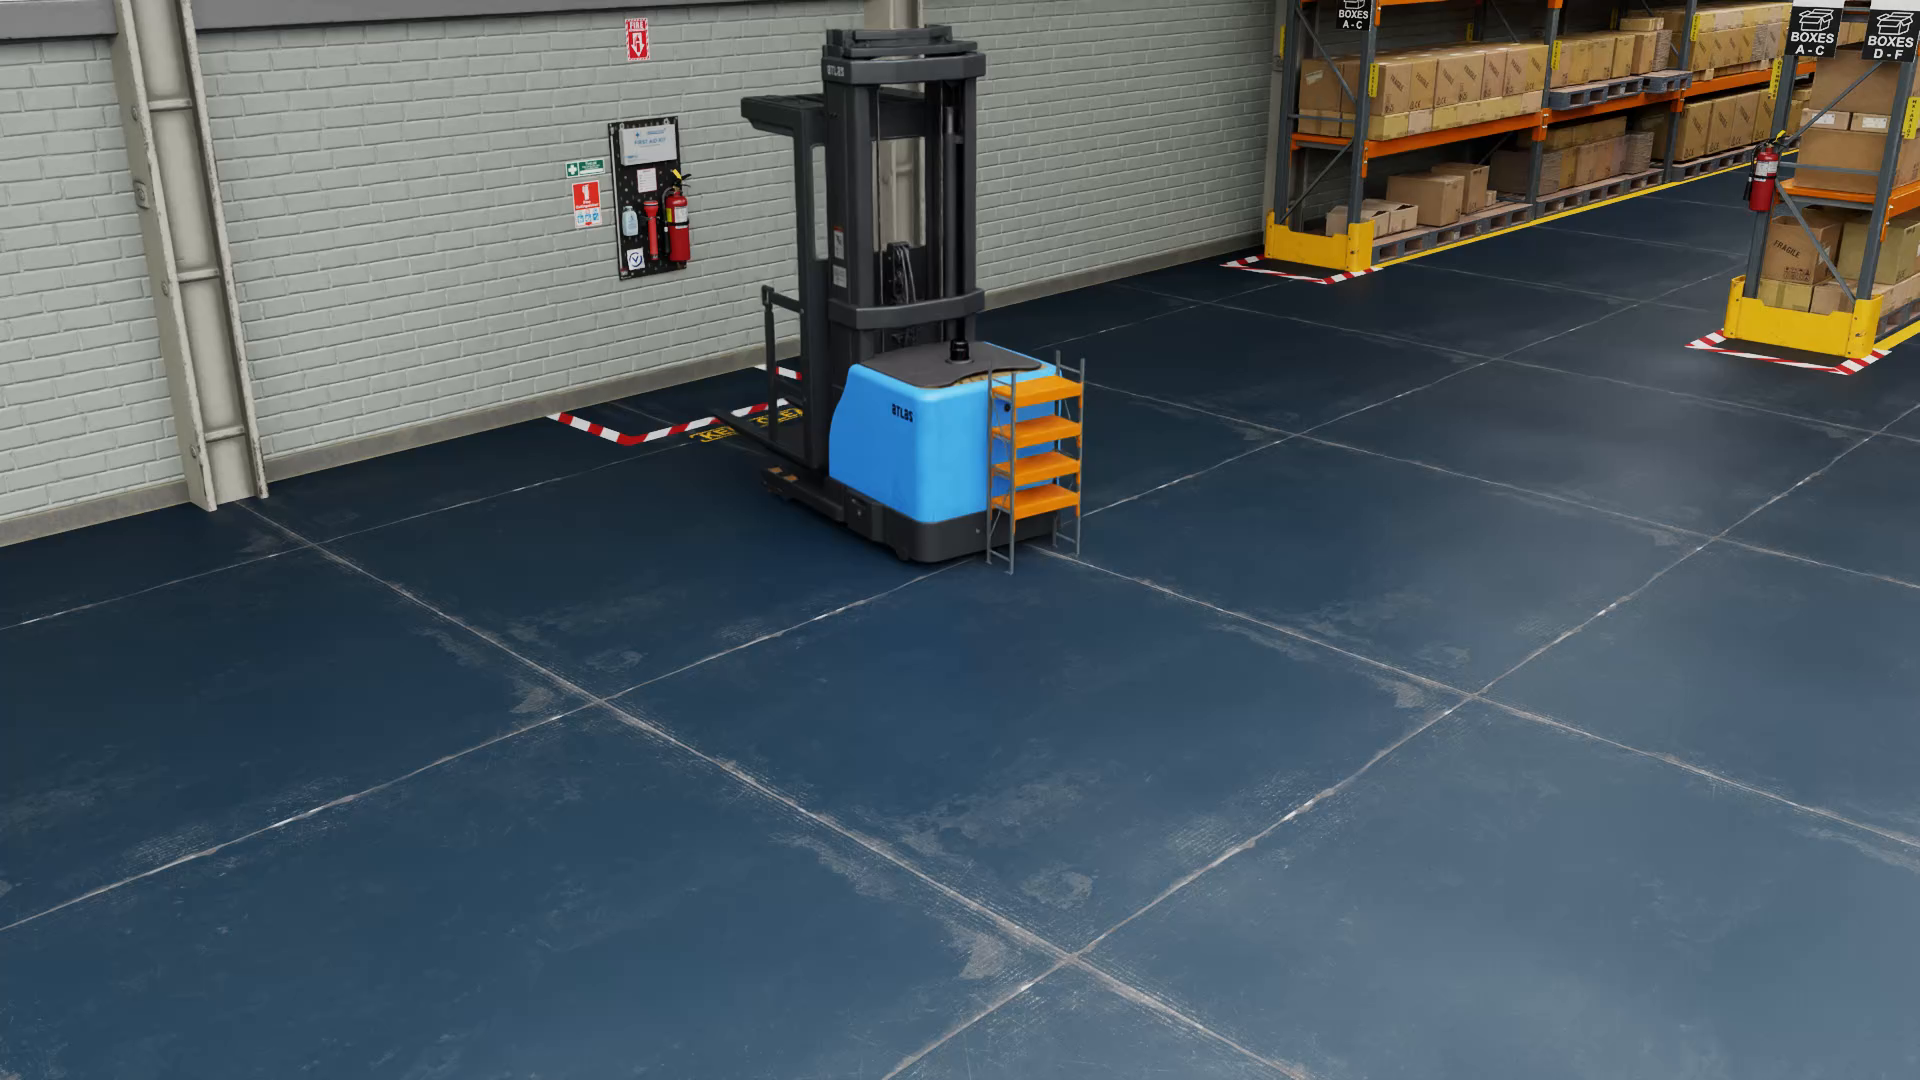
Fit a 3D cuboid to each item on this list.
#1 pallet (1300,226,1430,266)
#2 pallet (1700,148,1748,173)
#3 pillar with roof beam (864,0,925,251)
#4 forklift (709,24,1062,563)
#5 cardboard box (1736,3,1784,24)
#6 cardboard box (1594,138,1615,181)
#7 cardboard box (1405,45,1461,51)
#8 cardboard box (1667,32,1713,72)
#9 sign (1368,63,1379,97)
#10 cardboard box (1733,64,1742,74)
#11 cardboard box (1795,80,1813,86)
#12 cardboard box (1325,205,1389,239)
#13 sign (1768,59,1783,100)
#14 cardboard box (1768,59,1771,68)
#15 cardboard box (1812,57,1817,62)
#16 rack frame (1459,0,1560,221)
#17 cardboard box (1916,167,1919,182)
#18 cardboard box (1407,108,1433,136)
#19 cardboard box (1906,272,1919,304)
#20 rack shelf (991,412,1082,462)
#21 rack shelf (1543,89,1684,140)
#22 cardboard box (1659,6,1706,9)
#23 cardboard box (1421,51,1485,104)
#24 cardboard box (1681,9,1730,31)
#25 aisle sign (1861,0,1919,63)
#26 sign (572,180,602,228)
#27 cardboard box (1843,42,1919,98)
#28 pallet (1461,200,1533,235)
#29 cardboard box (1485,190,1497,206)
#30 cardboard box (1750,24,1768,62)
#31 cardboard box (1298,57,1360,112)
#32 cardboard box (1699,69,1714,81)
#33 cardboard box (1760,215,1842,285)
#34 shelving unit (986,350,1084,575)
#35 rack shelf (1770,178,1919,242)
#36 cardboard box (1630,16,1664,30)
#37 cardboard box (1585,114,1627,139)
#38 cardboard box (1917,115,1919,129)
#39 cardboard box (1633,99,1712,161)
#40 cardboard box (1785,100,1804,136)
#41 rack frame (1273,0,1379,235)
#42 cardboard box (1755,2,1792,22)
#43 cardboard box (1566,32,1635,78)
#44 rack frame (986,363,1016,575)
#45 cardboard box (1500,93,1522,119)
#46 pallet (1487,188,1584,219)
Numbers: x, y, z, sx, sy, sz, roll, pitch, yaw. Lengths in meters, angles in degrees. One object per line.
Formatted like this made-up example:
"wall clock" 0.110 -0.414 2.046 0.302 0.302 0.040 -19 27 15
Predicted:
"pallet" 4.411 -3.276 18.303 1.003 0.211 1.213 19 28 41
"pallet" 10.802 -5.608 24.372 1.003 0.211 1.213 19 28 41
"pillar with roof beam" 2.534 -4.935 10.370 9.100 9.000 0.400 19 28 41
"forklift" -0.646 -1.708 10.434 1.130 2.935 3.031 -14 25 -33
"cardboard box" 11.632 -7.674 24.232 0.500 0.250 0.500 -19 28 -41
"cardboard box" 8.113 -5.016 21.816 0.700 0.500 0.500 19 28 40
"cardboard box" 5.364 -5.348 18.944 0.500 0.500 0.500 -19 28 -41
"cardboard box" 9.869 -6.670 22.665 0.500 0.500 0.500 -19 28 -40
"sign" 4.155 -4.626 16.723 0.100 0.325 0.005 19 28 41
"cardboard box" 10.993 -6.796 23.896 0.250 0.149 0.380 -19 28 -40
"cardboard box" 13.751 -7.420 27.192 0.250 0.149 0.380 -20 28 -41
"cardboard box" 4.314 -3.463 18.039 0.500 0.311 0.500 15 26 35
"sign" 6.939 -3.909 14.120 0.100 0.325 0.005 19 28 41
"cardboard box" 11.733 -7.051 24.560 0.250 0.149 0.380 -19 28 -40
"cardboard box" 13.041 -7.904 26.040 0.980 0.700 0.700 18 28 39
"rack frame" 6.557 -5.386 19.906 1.000 3.000 0.127 19 28 41
"cardboard box" 8.366 -3.545 14.977 0.700 0.500 0.500 19 28 41
"cardboard box" 4.686 -4.480 17.731 0.500 0.250 0.500 18 28 39
"cardboard box" 8.547 -2.371 15.311 0.500 0.250 0.500 19 28 41
"rack shelf" 0.429 -0.590 9.501 0.480 0.148 0.258 -14 25 -33
"rack shelf" 7.952 -5.564 21.373 1.077 0.370 4.000 19 28 41
"cardboard box" 10.202 -7.404 23.529 0.500 0.250 0.500 18 28 39
"cardboard box" 5.383 -5.086 18.262 0.500 0.500 0.500 -19 28 -40
"cardboard box" 10.223 -7.150 22.868 0.500 0.250 0.500 19 28 40
"aisle sign" 7.492 -4.239 13.298 0.394 0.787 0.004 19 28 41
"sign" -2.762 -2.486 12.313 0.001 0.329 0.234 19 28 41
"cardboard box" 8.053 -4.038 14.452 0.700 0.500 0.500 18 28 39
"pallet" 6.114 -3.903 19.934 1.003 0.211 1.213 19 28 41
"cardboard box" 6.205 -4.124 19.958 0.380 0.166 0.250 15 26 34
"cardboard box" 11.291 -7.195 24.031 0.500 0.500 0.500 19 28 41
"cardboard box" 3.943 -4.821 17.574 0.500 0.500 0.500 19 28 40
"cardboard box" 10.171 -6.443 22.978 0.250 0.149 0.380 -19 28 -40
"cardboard box" 7.479 -2.594 14.844 0.500 0.500 0.500 19 28 41
"shelving unit" 0.429 -0.444 9.557 0.503 1.200 0.258 -14 25 -33
"rack shelf" 8.713 -3.297 15.475 1.077 0.370 4.000 19 28 41
"cardboard box" 9.128 -6.873 22.118 0.380 0.149 0.250 15 26 34
"cardboard box" 8.440 -5.474 21.961 0.500 0.250 0.500 -20 28 -41
"cardboard box" 8.103 -3.648 14.340 0.380 0.149 0.250 19 28 41
"cardboard box" 9.954 -5.763 23.298 0.750 0.750 0.750 19 28 40
"cardboard box" 12.733 -6.638 26.063 0.700 0.500 0.500 20 29 41
"rack frame" 3.766 -4.358 17.231 1.000 3.000 0.127 19 28 41
"cardboard box" 11.995 -7.803 24.568 0.500 0.250 0.500 -19 28 -41
"cardboard box" 8.173 -6.217 21.316 0.700 0.500 0.500 19 28 41
"rack frame" 0.231 -0.393 9.424 0.015 1.200 0.240 -14 25 -33
"cardboard box" 6.090 -5.002 19.088 0.500 0.250 0.500 19 28 41
"pallet" 7.099 -4.285 20.928 1.003 0.211 1.213 19 28 41
